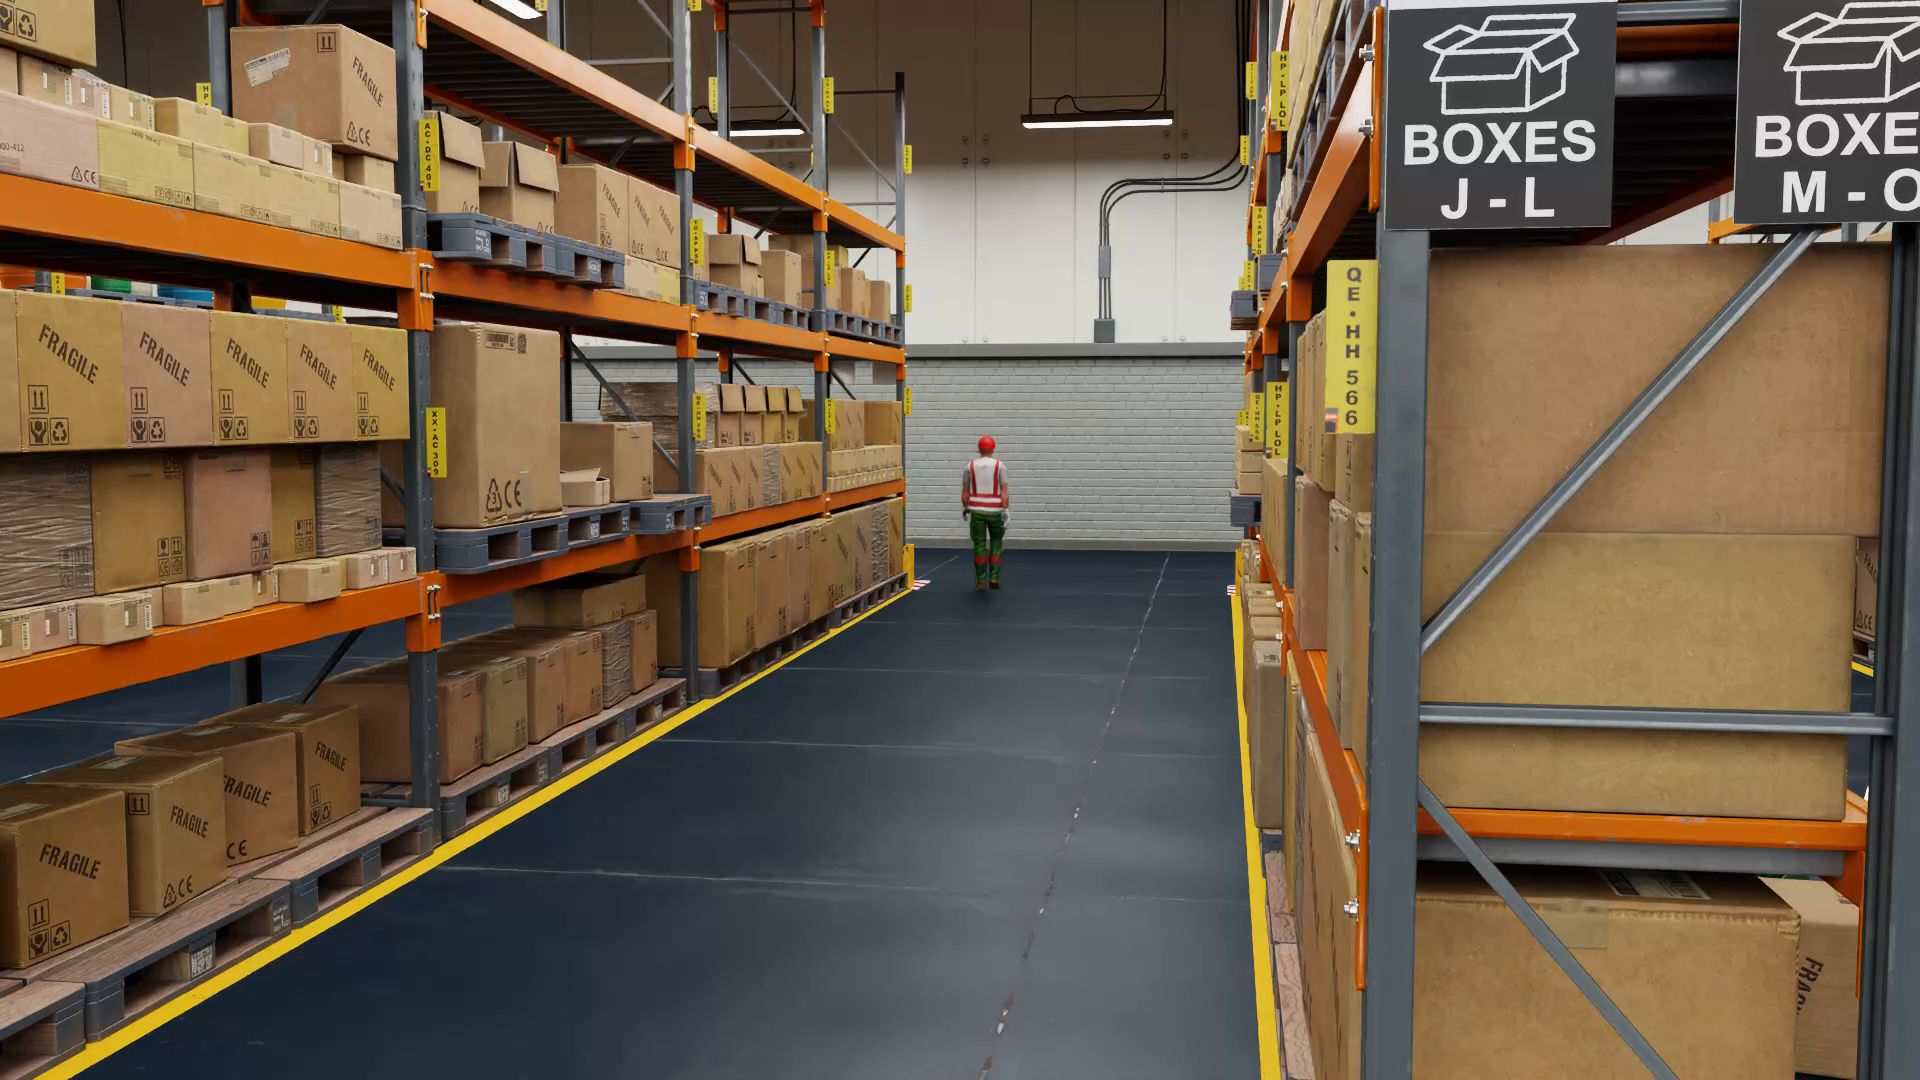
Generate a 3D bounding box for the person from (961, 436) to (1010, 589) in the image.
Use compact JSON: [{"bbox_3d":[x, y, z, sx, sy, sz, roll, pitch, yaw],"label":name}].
[{"bbox_3d":[0.300,-0.300,19.457,0.577,1.844,0.665,0,4,3],"label":"person"}]
